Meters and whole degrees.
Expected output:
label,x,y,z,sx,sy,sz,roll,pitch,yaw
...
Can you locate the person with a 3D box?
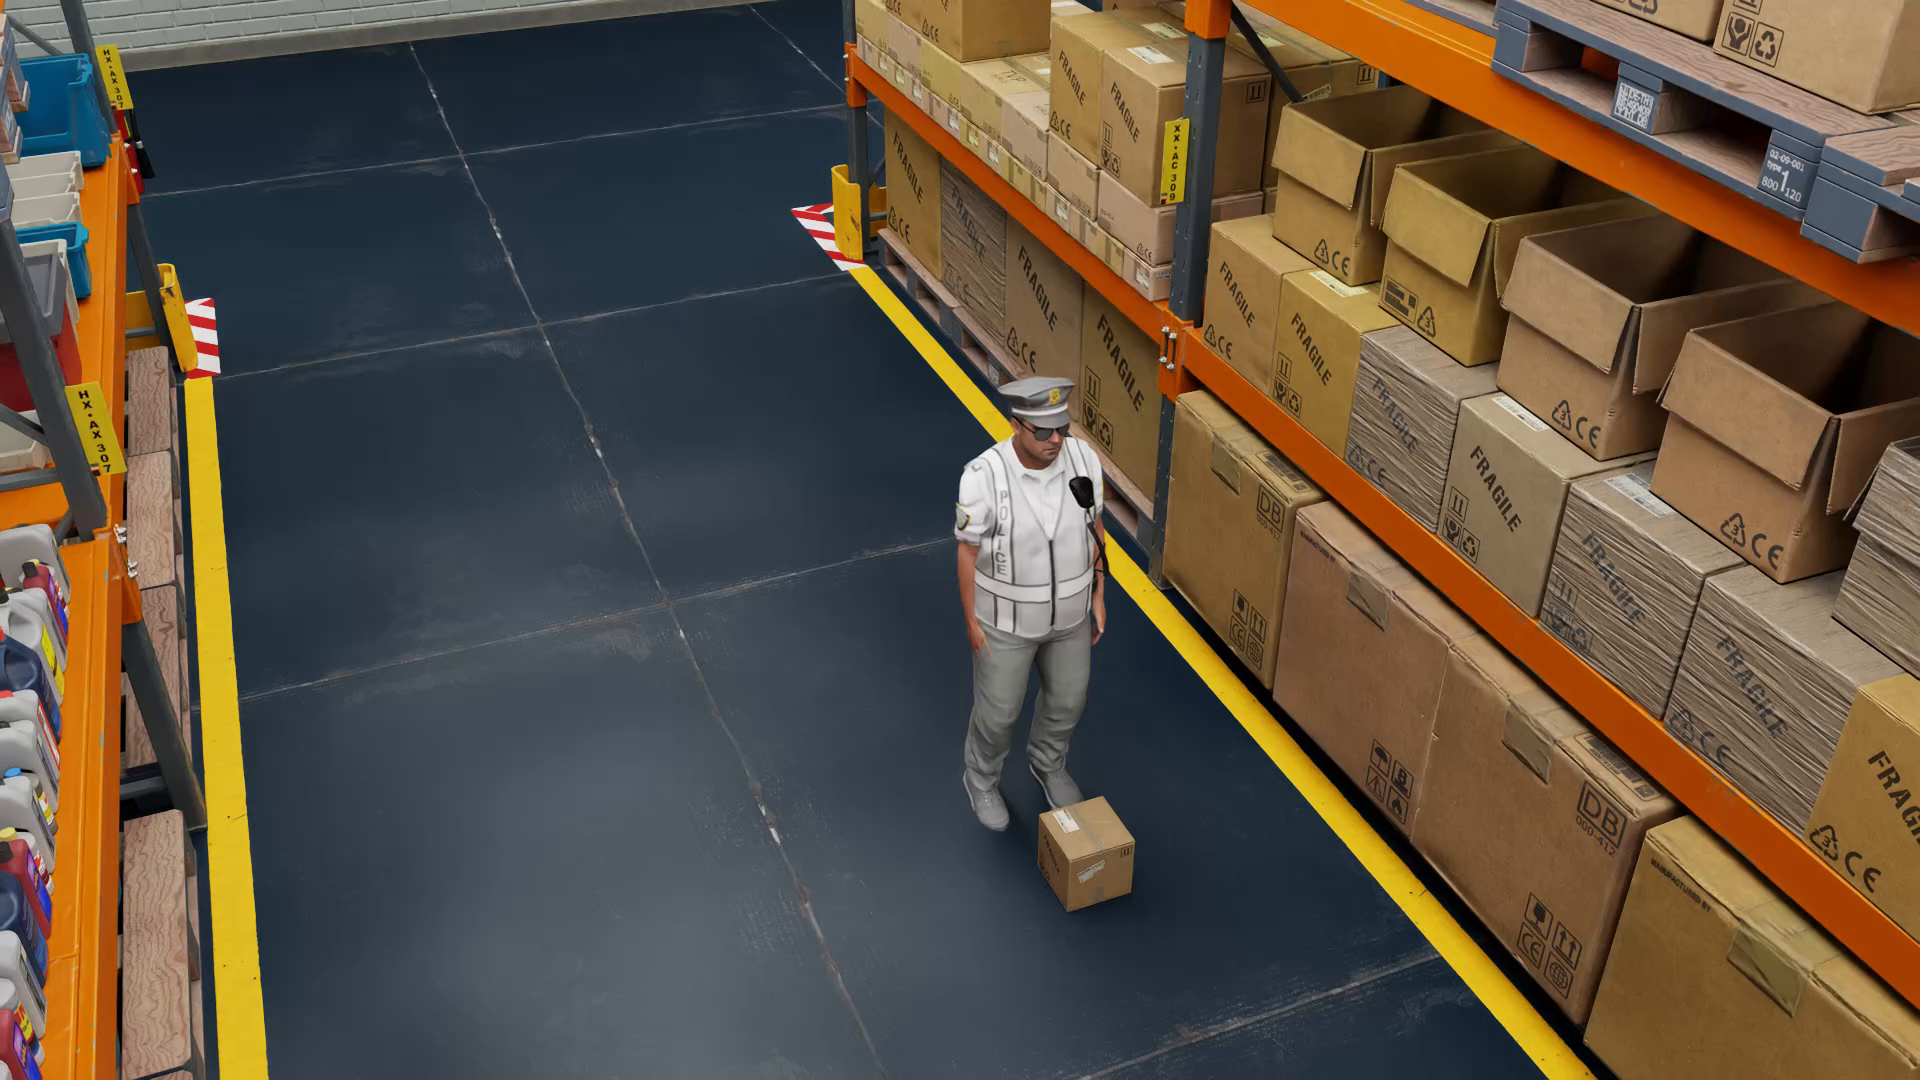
label,x,y,z,sx,sy,sz,roll,pitch,yaw
person,0.262,0.244,5.792,0.536,1.797,0.392,-13,35,-18
